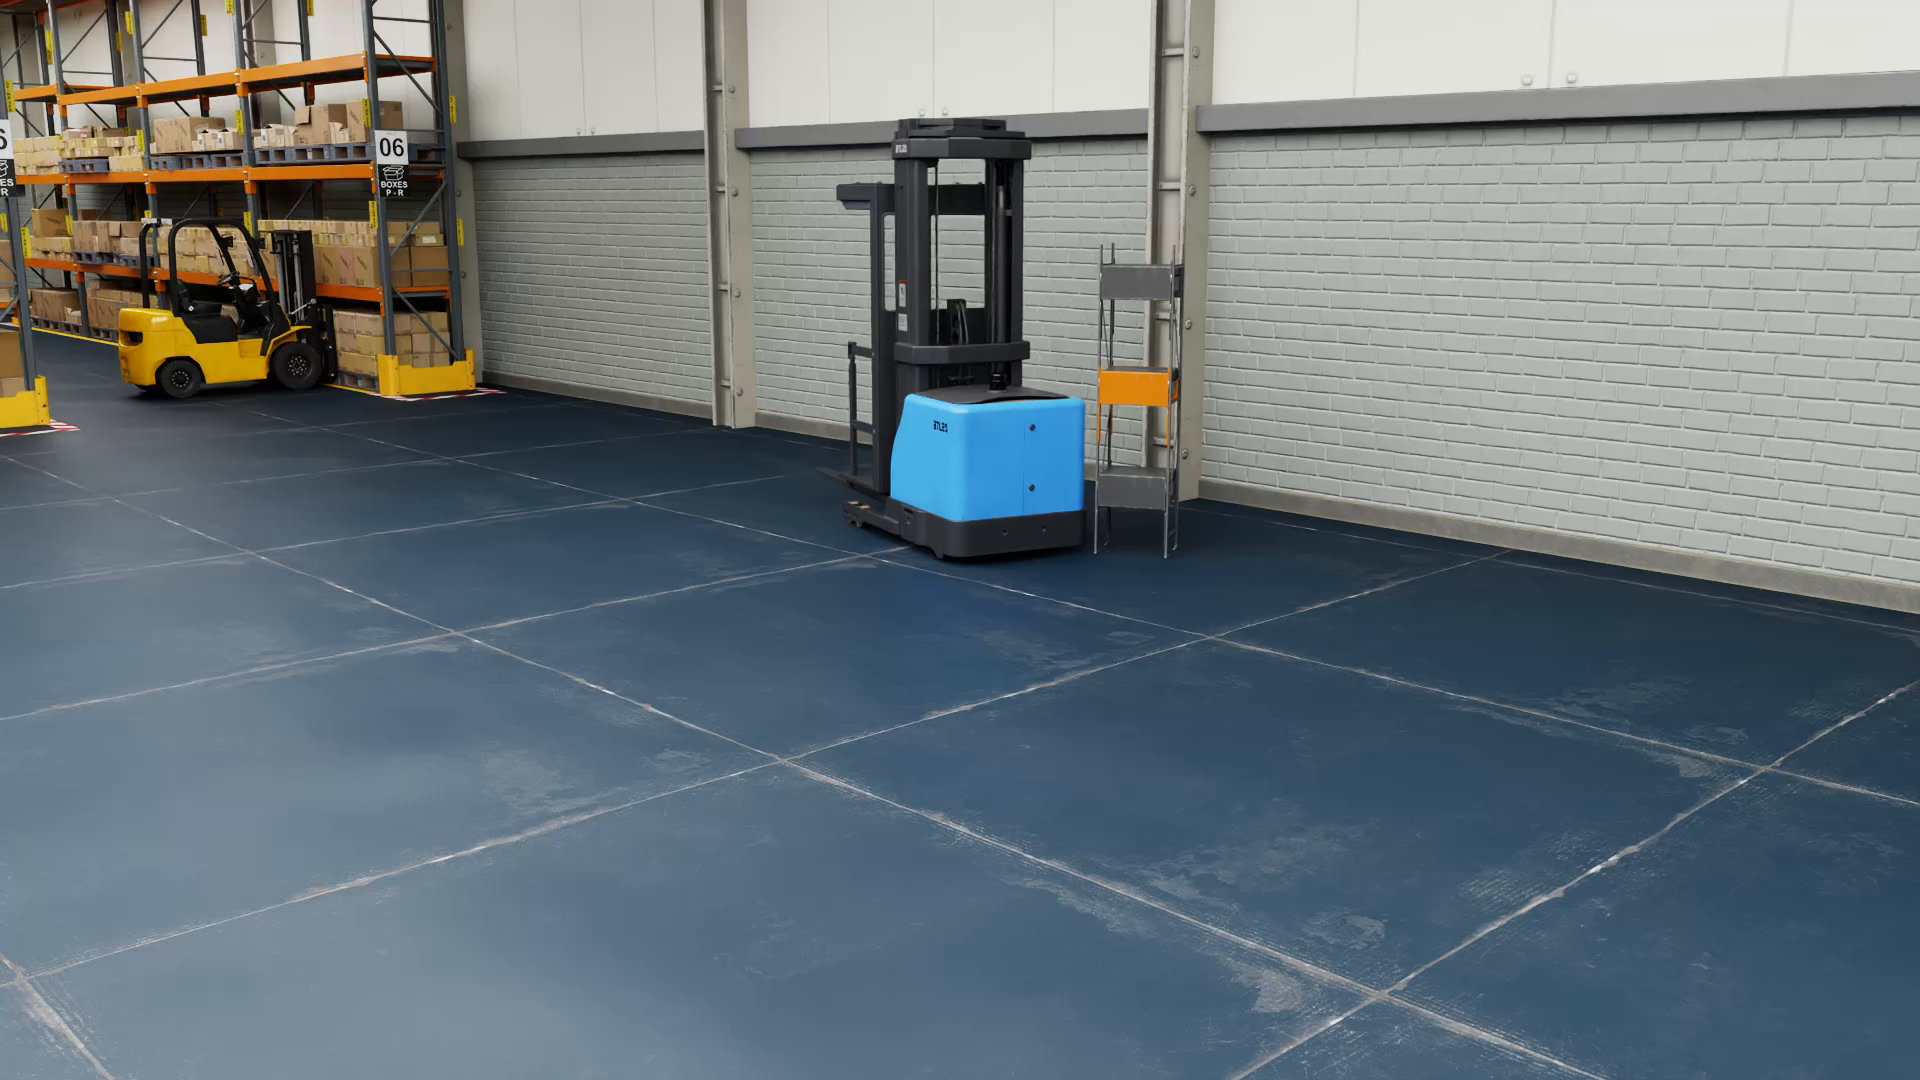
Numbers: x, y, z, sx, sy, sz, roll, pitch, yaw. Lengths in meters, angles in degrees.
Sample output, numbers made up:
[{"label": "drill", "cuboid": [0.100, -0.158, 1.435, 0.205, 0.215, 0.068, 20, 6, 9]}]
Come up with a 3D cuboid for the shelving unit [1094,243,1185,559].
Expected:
[{"label": "shelving unit", "cuboid": [1.224, -0.954, 11.338, 0.503, 2.100, 0.431, 4, 12, 17]}]

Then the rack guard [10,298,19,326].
[{"label": "rack guard", "cuboid": [-17.731, -4.450, 32.272, 1.175, 0.500, 0.348, -11, 16, -43]}]

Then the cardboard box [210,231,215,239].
[{"label": "cardboard box", "cuboid": [-10.797, -4.502, 24.475, 0.380, 0.149, 0.250, -11, 16, -42]}]

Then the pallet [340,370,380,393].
[{"label": "pallet", "cuboid": [-7.293, -2.090, 21.535, 1.003, 0.211, 1.213, -11, 16, -43]}]

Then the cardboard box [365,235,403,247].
[{"label": "cardboard box", "cuboid": [-7.176, -3.729, 20.720, 0.380, 0.149, 0.250, -11, 16, -42]}]

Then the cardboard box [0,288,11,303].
[{"label": "cardboard box", "cuboid": [-10.406, -2.614, 17.786, 0.380, 0.149, 0.250, -11, 16, -42]}]

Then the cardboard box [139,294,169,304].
[{"label": "cardboard box", "cuboid": [-13.144, -3.934, 27.118, 0.250, 0.149, 0.380, 11, 16, 43]}]

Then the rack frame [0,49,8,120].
[{"label": "rack frame", "cuboid": [-10.322, -5.596, 16.774, 1.000, 3.000, 0.127, -11, 16, -43]}]

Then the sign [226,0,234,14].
[{"label": "sign", "cuboid": [-9.881, -7.291, 22.490, 0.100, 0.325, 0.005, -11, 16, -43]}]

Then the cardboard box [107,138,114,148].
[{"label": "cardboard box", "cuboid": [-13.606, -6.453, 27.011, 0.380, 0.149, 0.250, -11, 16, -42]}]

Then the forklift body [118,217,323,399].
[{"label": "forklift body", "cuboid": [-9.363, -2.957, 20.935, 2.313, 2.155, 1.214, -11, 16, -43]}]

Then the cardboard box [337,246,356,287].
[{"label": "cardboard box", "cuboid": [-7.616, -3.512, 21.275, 0.500, 0.500, 0.500, -10, 15, -41]}]

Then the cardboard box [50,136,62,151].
[{"label": "cardboard box", "cuboid": [-15.544, -6.928, 29.067, 0.500, 0.250, 0.500, -11, 16, -42]}]

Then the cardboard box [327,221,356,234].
[{"label": "cardboard box", "cuboid": [-7.905, -4.021, 21.402, 0.380, 0.149, 0.250, -10, 16, -41]}]

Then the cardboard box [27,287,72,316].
[{"label": "cardboard box", "cuboid": [-17.430, -4.566, 31.786, 0.637, 0.503, 0.797, 11, 16, 43]}]

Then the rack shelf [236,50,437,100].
[{"label": "rack shelf", "cuboid": [-8.115, -6.032, 21.664, 1.077, 0.370, 4.000, -11, 16, -43]}]

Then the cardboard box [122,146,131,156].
[{"label": "cardboard box", "cuboid": [-13.209, -6.240, 26.714, 0.380, 0.149, 0.250, -11, 16, -43]}]

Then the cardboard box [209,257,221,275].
[{"label": "cardboard box", "cuboid": [-10.706, -4.047, 24.493, 0.500, 0.250, 0.500, -11, 16, -42]}]

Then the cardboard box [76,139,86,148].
[{"label": "cardboard box", "cuboid": [-14.555, -6.638, 27.859, 0.380, 0.149, 0.250, -11, 16, -43]}]

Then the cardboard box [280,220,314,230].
[{"label": "cardboard box", "cuboid": [-8.959, -4.245, 22.491, 0.380, 0.149, 0.250, -10, 16, -41]}]

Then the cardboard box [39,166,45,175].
[{"label": "cardboard box", "cuboid": [-16.337, -6.651, 29.950, 0.380, 0.149, 0.250, -11, 16, -42]}]

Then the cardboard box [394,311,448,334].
[{"label": "cardboard box", "cuboid": [-6.929, -2.796, 21.342, 0.500, 0.250, 0.500, -11, 16, -43]}]

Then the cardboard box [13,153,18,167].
[{"label": "cardboard box", "cuboid": [-17.309, -7.053, 30.911, 0.500, 0.250, 0.500, -10, 16, -41]}]

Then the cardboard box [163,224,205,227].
[{"label": "cardboard box", "cuboid": [-12.501, -4.869, 26.825, 0.500, 0.500, 0.500, -10, 15, -40]}]

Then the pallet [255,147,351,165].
[{"label": "pallet", "cuboid": [-8.889, -5.239, 22.693, 1.003, 0.211, 1.213, -11, 16, -43]}]

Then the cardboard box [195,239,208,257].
[{"label": "cardboard box", "cuboid": [-11.065, -4.367, 24.809, 0.500, 0.250, 0.500, -11, 16, -42]}]

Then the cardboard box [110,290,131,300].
[{"label": "cardboard box", "cuboid": [-14.188, -4.166, 28.245, 0.380, 0.149, 0.250, -11, 16, -43]}]

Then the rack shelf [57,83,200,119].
[{"label": "rack shelf", "cuboid": [-13.640, -7.200, 27.331, 1.077, 0.370, 4.000, -11, 16, -43]}]

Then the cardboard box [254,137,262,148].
[{"label": "cardboard box", "cuboid": [-9.406, -5.427, 22.720, 0.380, 0.149, 0.250, -10, 16, -41]}]

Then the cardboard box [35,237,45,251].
[{"label": "cardboard box", "cuboid": [-16.596, -5.435, 30.494, 0.500, 0.250, 0.500, 11, 16, 44]}]

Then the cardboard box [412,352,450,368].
[{"label": "cardboard box", "cuboid": [-6.932, -2.308, 21.455, 0.500, 0.250, 0.500, -11, 16, -42]}]

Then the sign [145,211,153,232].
[{"label": "sign", "cuboid": [-12.645, -4.969, 25.924, 0.100, 0.325, 0.005, -11, 16, -43]}]

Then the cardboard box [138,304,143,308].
[{"label": "cardboard box", "cuboid": [-13.044, -3.606, 27.132, 0.500, 0.500, 0.500, -11, 16, -43]}]

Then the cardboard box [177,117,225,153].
[{"label": "cardboard box", "cuboid": [-11.232, -6.002, 24.643, 0.500, 0.500, 0.500, -10, 16, -41]}]

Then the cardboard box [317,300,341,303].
[{"label": "cardboard box", "cuboid": [-9.017, -3.238, 23.490, 0.500, 0.250, 0.500, -10, 16, -41]}]

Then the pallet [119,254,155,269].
[{"label": "pallet", "cuboid": [-12.778, -4.513, 26.859, 1.213, 0.211, 1.003, -11, 16, -43]}]

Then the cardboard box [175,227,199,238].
[{"label": "cardboard box", "cuboid": [-11.870, -4.724, 25.553, 0.380, 0.149, 0.250, -10, 16, -41]}]

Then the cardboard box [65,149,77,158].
[{"label": "cardboard box", "cuboid": [-14.949, -6.561, 28.223, 0.380, 0.149, 0.250, -11, 16, -42]}]

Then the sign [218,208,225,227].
[{"label": "sign", "cuboid": [-11.860, -5.163, 26.668, 0.100, 0.325, 0.005, -11, 16, -43]}]

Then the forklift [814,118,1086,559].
[{"label": "forklift", "cuboid": [-0.235, -1.565, 12.244, 1.130, 2.935, 3.031, -6, 13, -26]}]

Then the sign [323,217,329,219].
[{"label": "sign", "cuboid": [-9.096, -4.474, 23.854, 0.100, 0.325, 0.005, -11, 16, -43]}]

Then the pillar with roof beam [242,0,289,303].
[{"label": "pillar with roof beam", "cuboid": [-13.820, -6.792, 22.576, 9.100, 9.000, 0.400, -11, 16, -43]}]

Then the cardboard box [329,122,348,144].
[{"label": "cardboard box", "cuboid": [-7.701, -5.124, 20.959, 0.396, 0.266, 0.258, -11, 16, -42]}]

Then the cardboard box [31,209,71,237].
[{"label": "cardboard box", "cuboid": [-16.629, -5.802, 30.417, 0.500, 0.500, 0.500, -10, 16, -41]}]

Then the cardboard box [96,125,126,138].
[{"label": "cardboard box", "cuboid": [-14.554, -6.982, 28.503, 0.396, 0.266, 0.258, -11, 16, -43]}]

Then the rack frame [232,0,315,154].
[{"label": "rack frame", "cuboid": [-9.497, -6.872, 22.968, 1.000, 3.000, 0.127, -11, 16, -43]}]

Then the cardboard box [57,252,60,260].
[{"label": "cardboard box", "cuboid": [-15.978, -5.102, 29.862, 0.380, 0.149, 0.250, -10, 16, -41]}]

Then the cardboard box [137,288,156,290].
[{"label": "cardboard box", "cuboid": [-14.003, -4.282, 28.806, 0.250, 0.149, 0.380, 11, 16, 42]}]

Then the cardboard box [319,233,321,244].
[{"label": "cardboard box", "cuboid": [-8.187, -3.961, 21.850, 0.380, 0.149, 0.250, -11, 16, -43]}]

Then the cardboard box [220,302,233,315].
[{"label": "cardboard box", "cuboid": [-10.916, -3.275, 25.219, 0.625, 0.625, 0.875, 11, 16, 43]}]

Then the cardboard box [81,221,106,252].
[{"label": "cardboard box", "cuboid": [-14.491, -5.179, 28.327, 0.700, 0.500, 0.500, -11, 16, -42]}]

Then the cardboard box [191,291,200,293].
[{"label": "cardboard box", "cuboid": [-12.908, -4.057, 27.715, 0.250, 0.149, 0.380, 11, 16, 43]}]
